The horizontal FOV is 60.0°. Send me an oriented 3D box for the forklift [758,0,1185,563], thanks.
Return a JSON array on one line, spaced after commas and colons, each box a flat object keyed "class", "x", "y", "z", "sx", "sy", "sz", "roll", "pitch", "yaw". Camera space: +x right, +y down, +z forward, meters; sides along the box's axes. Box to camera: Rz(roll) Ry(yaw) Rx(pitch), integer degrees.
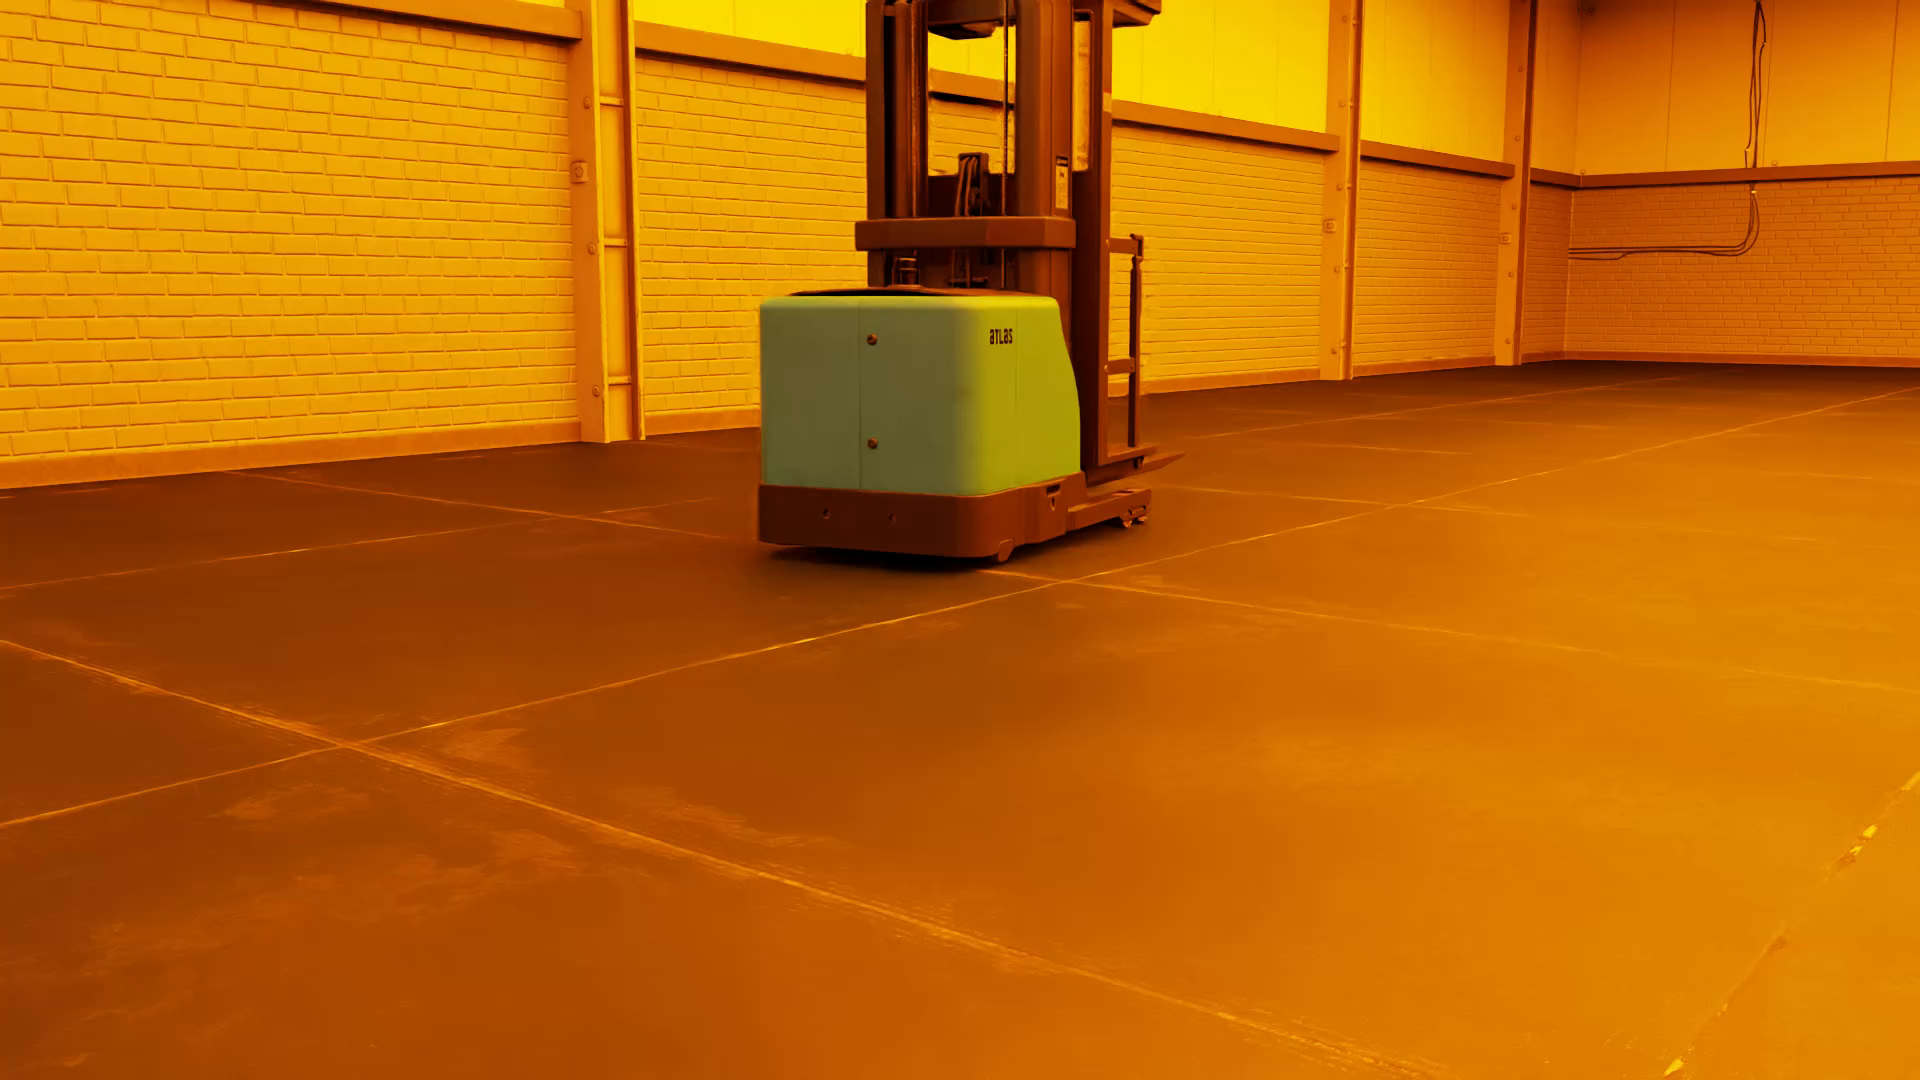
[{"class": "forklift", "x": 0.269, "y": -1.535, "z": 7.770, "sx": 1.130, "sy": 2.935, "sz": 3.031, "roll": 4, "pitch": 9, "yaw": 26}]
